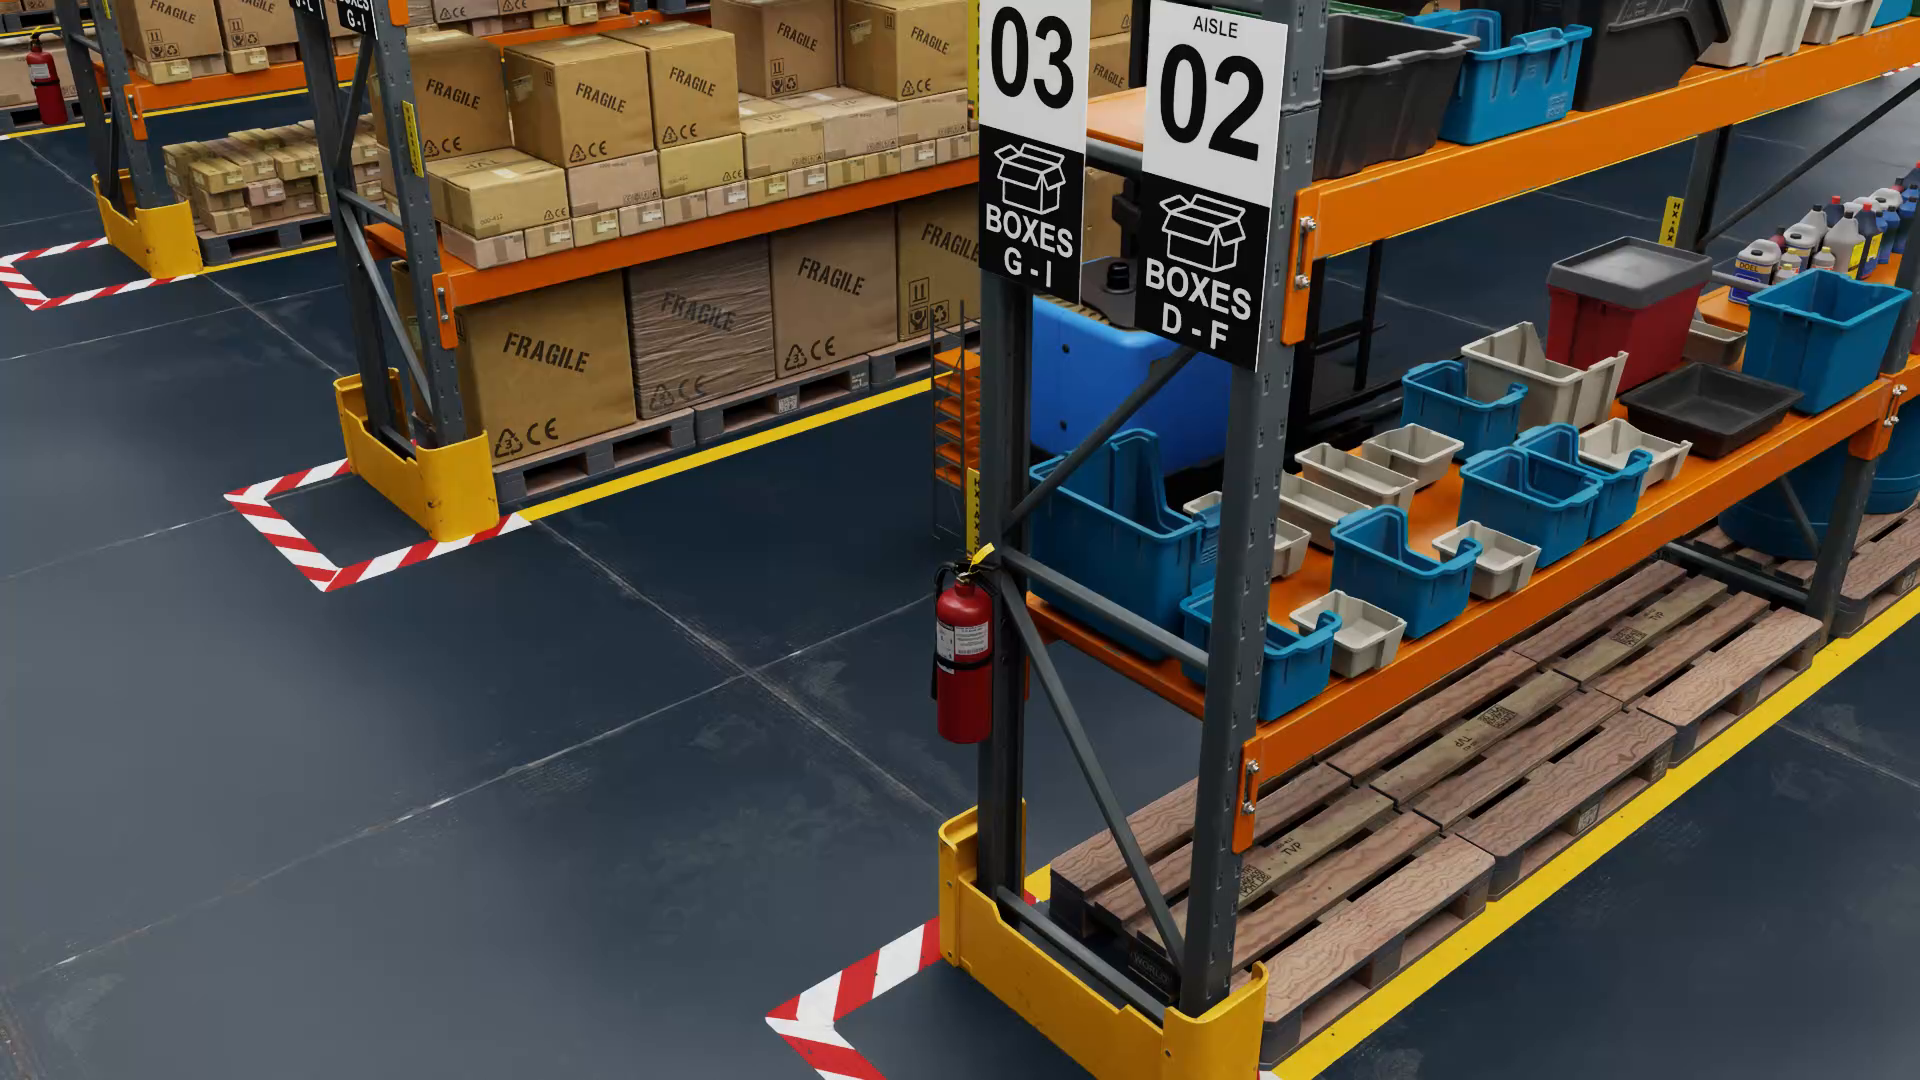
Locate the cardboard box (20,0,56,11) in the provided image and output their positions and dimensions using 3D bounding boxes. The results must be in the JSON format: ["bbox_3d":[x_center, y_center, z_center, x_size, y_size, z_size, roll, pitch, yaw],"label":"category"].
[{"bbox_3d":[-10.778,-6.508,19.452,0.500,0.500,0.500,-21,35,-34],"label":"cardboard box"}]

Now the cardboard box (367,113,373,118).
[{"bbox_3d":[-4.492,-3.290,13.172,0.250,0.149,0.380,-22,35,-35],"label":"cardboard box"}]

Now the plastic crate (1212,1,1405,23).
[{"bbox_3d":[0.989,-1.424,4.775,0.336,0.188,0.450,-22,35,-35],"label":"plastic crate"}]

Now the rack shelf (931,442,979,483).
[{"bbox_3d":[0.011,-0.389,8.053,0.180,0.103,0.258,-22,35,-35],"label":"rack shelf"}]

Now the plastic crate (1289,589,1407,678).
[{"bbox_3d":[1.123,0.273,4.773,0.298,0.136,0.250,-22,35,-35],"label":"plastic crate"}]

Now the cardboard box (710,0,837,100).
[{"bbox_3d":[-1.050,-2.823,9.397,0.500,0.500,0.500,-23,36,-36],"label":"cardboard box"}]

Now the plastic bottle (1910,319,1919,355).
[{"bbox_3d":[4.023,-0.922,6.917,0.133,0.283,0.061,-22,35,-35],"label":"plastic bottle"}]

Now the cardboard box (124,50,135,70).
[{"bbox_3d":[-5.868,-3.466,11.820,0.250,0.149,0.380,-22,35,-35],"label":"cardboard box"}]

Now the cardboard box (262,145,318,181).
[{"bbox_3d":[-4.908,-2.763,12.186,0.250,0.149,0.380,-22,35,-35],"label":"cardboard box"}]

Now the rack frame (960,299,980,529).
[{"bbox_3d":[0.081,-0.562,8.028,0.006,1.200,0.240,-22,35,-35],"label":"rack frame"}]

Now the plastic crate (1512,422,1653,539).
[{"bbox_3d":[2.055,-0.195,5.547,0.300,0.233,0.416,-22,35,-35],"label":"plastic crate"}]

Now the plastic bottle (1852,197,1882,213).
[{"bbox_3d":[4.321,-1.503,8.012,0.135,0.276,0.152,-22,35,-35],"label":"plastic bottle"}]

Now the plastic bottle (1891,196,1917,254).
[{"bbox_3d":[4.593,-1.533,8.073,0.097,0.271,0.097,0,28,0],"label":"plastic bottle"}]

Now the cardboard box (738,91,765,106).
[{"bbox_3d":[-1.427,-2.347,9.302,0.500,0.250,0.500,-22,35,-35],"label":"cardboard box"}]

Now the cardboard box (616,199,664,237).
[{"bbox_3d":[-1.720,-1.684,8.485,0.250,0.149,0.380,-23,35,-36],"label":"cardboard box"}]

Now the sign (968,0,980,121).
[{"bbox_3d":[0.055,-1.260,4.353,0.005,0.325,0.100,-22,35,-35],"label":"sign"}]

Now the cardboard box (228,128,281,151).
[{"bbox_3d":[-5.352,-3.000,12.630,0.250,0.149,0.380,-23,36,-36],"label":"cardboard box"}]

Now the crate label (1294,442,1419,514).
[{"bbox_3d":[1.353,-0.193,5.644,0.243,0.136,0.396,-22,35,-35],"label":"crate label"}]

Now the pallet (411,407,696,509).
[{"bbox_3d":[-2.233,-0.609,9.167,1.213,0.211,1.003,-22,35,-35],"label":"pallet"}]

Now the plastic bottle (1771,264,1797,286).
[{"bbox_3d":[3.652,-1.124,7.382,0.097,0.201,0.097,0,28,0],"label":"plastic bottle"}]

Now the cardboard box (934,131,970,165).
[{"bbox_3d":[-0.158,-2.312,9.659,0.250,0.149,0.380,-23,35,-36],"label":"cardboard box"}]

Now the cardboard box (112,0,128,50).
[{"bbox_3d":[-5.758,-3.781,11.721,0.500,0.500,0.500,-21,35,-34],"label":"cardboard box"}]

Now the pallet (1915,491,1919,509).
[{"bbox_3d":[5.010,-0.381,8.739,1.213,0.211,1.003,-22,35,-35],"label":"pallet"}]

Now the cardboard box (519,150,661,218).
[{"bbox_3d":[-1.859,-1.843,8.360,0.500,0.250,0.500,-22,35,-35],"label":"cardboard box"}]

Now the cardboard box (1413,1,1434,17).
[{"bbox_3d":[3.081,-3.818,12.106,0.500,0.500,0.500,-21,34,-33],"label":"cardboard box"}]

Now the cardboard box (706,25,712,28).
[{"bbox_3d":[-2.088,-4.484,14.869,0.500,0.250,0.500,-20,34,-33],"label":"cardboard box"}]

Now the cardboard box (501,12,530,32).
[{"bbox_3d":[-3.563,-4.085,12.978,0.250,0.149,0.380,-23,36,-36],"label":"cardboard box"}]

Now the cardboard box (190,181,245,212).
[{"bbox_3d":[-5.368,-2.503,12.015,0.250,0.149,0.380,-20,34,-33],"label":"cardboard box"}]

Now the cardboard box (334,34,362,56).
[{"bbox_3d":[-4.531,-3.671,12.203,0.250,0.149,0.380,-23,36,-36],"label":"cardboard box"}]

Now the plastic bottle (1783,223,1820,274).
[{"bbox_3d":[3.835,-1.308,7.647,0.135,0.276,0.152,-22,35,-35],"label":"plastic bottle"}]

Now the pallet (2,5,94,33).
[{"bbox_3d":[-10.856,-6.307,19.829,1.213,0.211,1.003,-22,35,-35],"label":"pallet"}]

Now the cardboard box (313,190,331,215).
[{"bbox_3d":[-4.731,-2.576,12.467,0.250,0.149,0.380,-21,35,-34],"label":"cardboard box"}]

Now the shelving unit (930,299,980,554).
[{"bbox_3d":[0.011,-0.534,7.975,0.189,1.200,0.258,-22,35,-35],"label":"shelving unit"}]

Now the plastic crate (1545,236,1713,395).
[{"bbox_3d":[2.625,-0.886,6.594,0.583,0.464,0.402,-22,35,-35],"label":"plastic crate"}]

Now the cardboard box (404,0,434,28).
[{"bbox_3d":[-4.257,-4.066,12.254,0.500,0.500,0.500,-23,36,-36],"label":"cardboard box"}]

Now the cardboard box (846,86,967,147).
[{"bbox_3d":[-0.305,-2.467,9.527,0.500,0.250,0.500,-21,34,-33],"label":"cardboard box"}]

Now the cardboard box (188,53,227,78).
[{"bbox_3d":[-5.307,-3.340,11.583,0.250,0.149,0.380,-20,34,-33],"label":"cardboard box"}]

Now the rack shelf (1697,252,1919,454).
[{"bbox_3d":[4.988,-1.309,8.280,4.000,0.370,1.077,-22,35,-35],"label":"rack shelf"}]

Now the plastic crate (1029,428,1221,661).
[{"bbox_3d":[0.557,-0.002,4.971,0.499,0.435,0.616,-22,35,-35],"label":"plastic crate"}]

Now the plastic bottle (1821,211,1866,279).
[{"bbox_3d":[4.047,-1.340,7.626,0.185,0.351,0.144,-22,35,-35],"label":"plastic bottle"}]

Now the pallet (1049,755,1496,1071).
[{"bbox_3d":[1.077,1.201,5.779,1.213,0.211,1.003,-22,35,-35],"label":"pallet"}]

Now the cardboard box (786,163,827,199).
[{"bbox_3d":[-0.939,-1.998,9.073,0.250,0.149,0.380,-21,35,-34],"label":"cardboard box"}]

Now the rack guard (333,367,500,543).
[{"bbox_3d":[-2.809,-0.457,8.575,0.348,0.500,1.175,-22,35,-35],"label":"rack guard"}]

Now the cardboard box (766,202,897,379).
[{"bbox_3d":[-0.986,-1.590,9.851,0.875,0.875,0.875,-22,35,-35],"label":"cardboard box"}]

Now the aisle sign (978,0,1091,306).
[{"bbox_3d":[0.179,-1.020,4.219,0.004,0.787,0.394,-22,35,-35],"label":"aisle sign"}]

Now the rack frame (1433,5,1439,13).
[{"bbox_3d":[3.295,-4.014,12.579,0.127,3.000,1.000,-22,35,-35],"label":"rack frame"}]

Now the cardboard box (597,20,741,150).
[{"bbox_3d":[-1.480,-2.326,8.468,0.500,0.500,0.500,-23,36,-36],"label":"cardboard box"}]

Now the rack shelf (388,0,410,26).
[{"bbox_3d":[-1.269,-3.184,8.607,4.000,0.370,1.077,-22,35,-35],"label":"rack shelf"}]

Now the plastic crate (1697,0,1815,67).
[{"bbox_3d":[2.310,-1.629,5.059,0.530,0.282,0.437,-22,35,-35],"label":"plastic crate"}]

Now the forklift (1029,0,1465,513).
[{"bbox_3d":[1.647,-1.891,8.680,3.031,2.935,1.130,-21,35,-34],"label":"forklift"}]

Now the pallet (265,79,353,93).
[{"bbox_3d":[-6.809,-4.909,17.212,1.213,0.211,1.003,-22,35,-35],"label":"pallet"}]

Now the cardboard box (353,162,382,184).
[{"bbox_3d":[-4.588,-2.828,12.623,0.250,0.149,0.380,-24,36,-37],"label":"cardboard box"}]
